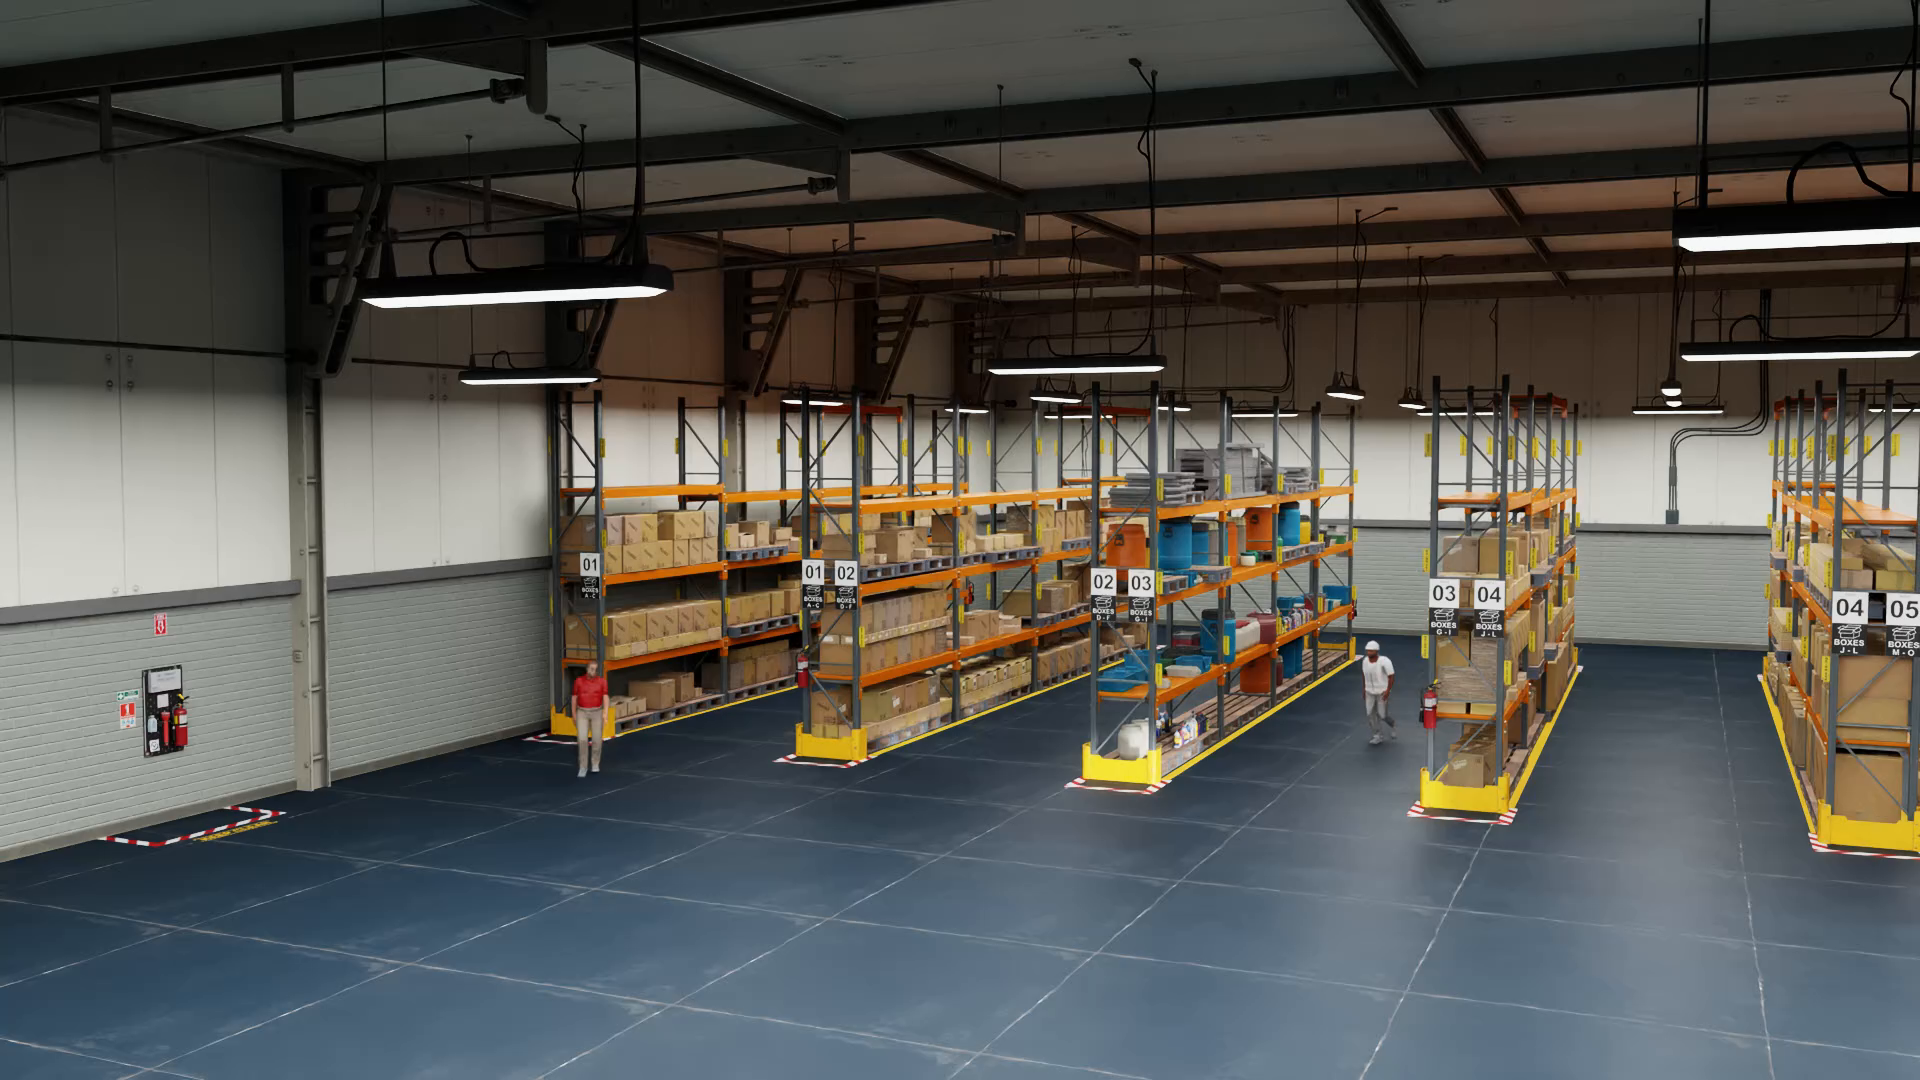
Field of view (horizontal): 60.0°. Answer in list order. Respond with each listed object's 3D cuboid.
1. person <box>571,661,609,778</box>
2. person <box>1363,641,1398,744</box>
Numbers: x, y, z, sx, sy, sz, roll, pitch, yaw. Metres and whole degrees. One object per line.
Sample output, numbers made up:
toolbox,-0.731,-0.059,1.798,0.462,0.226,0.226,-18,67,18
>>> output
person,-5.669,2.757,25.545,0.562,1.789,0.605,-1,3,-17
person,7.155,2.575,28.312,0.627,1.733,0.707,3,4,44
